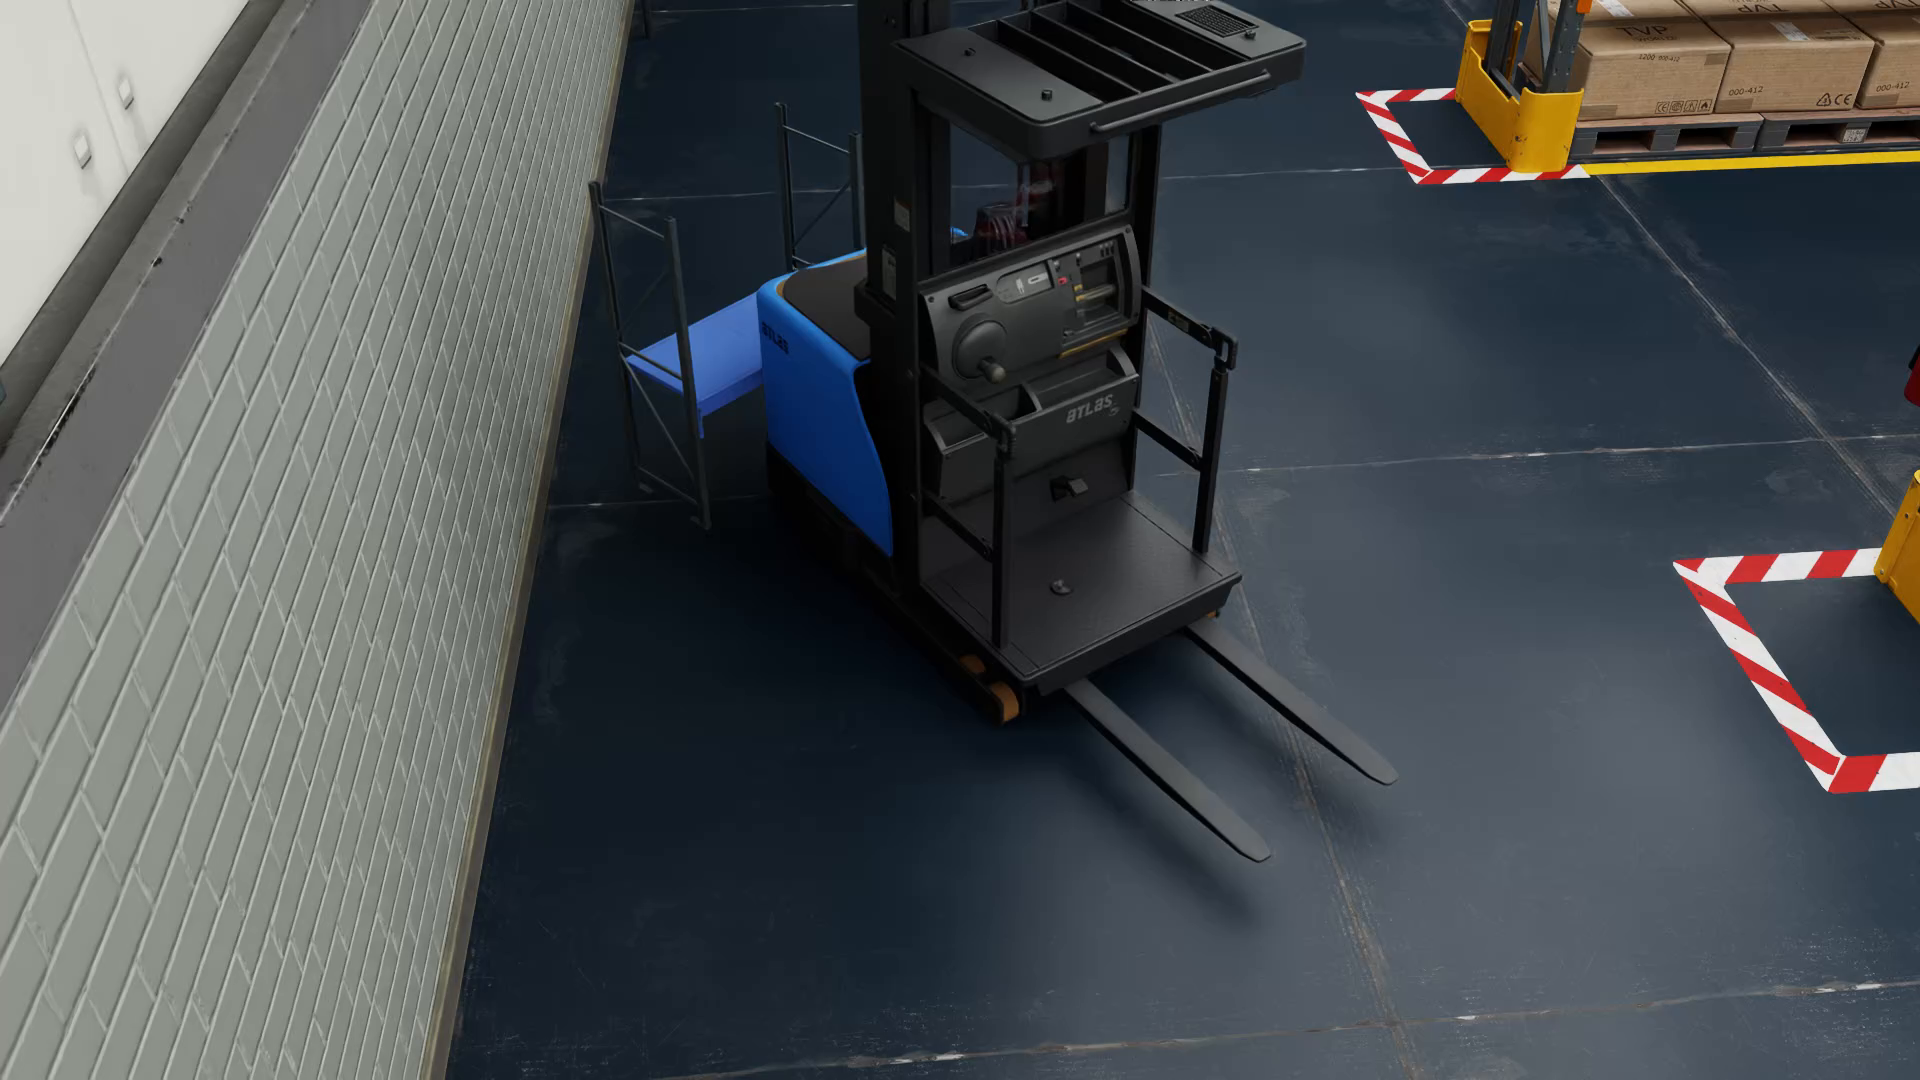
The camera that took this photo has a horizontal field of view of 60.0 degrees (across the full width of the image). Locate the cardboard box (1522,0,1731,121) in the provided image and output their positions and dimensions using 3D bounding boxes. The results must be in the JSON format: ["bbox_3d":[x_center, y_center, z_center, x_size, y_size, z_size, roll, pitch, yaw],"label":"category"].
[{"bbox_3d":[4.138,-3.021,10.387,0.875,0.438,0.875,-4,38,-6],"label":"cardboard box"}]

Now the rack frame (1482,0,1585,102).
[{"bbox_3d":[3.490,-3.764,9.599,0.127,3.000,1.000,-3,38,-4],"label":"rack frame"}]

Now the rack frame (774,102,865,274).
[{"bbox_3d":[-0.612,-1.212,7.575,0.500,1.500,0.032,29,47,32],"label":"rack frame"}]

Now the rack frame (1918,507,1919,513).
[{"bbox_3d":[4.029,-0.716,5.736,0.127,3.000,1.000,-3,38,-4],"label":"rack frame"}]

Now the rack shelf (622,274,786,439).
[{"bbox_3d":[-0.951,-0.836,7.389,0.538,0.185,1.000,29,47,32],"label":"rack shelf"}]

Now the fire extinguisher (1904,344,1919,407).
[{"bbox_3d":[3.737,-0.810,6.218,0.183,0.674,0.296,-3,38,-4],"label":"fire extinguisher"}]

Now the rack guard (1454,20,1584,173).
[{"bbox_3d":[3.466,-2.782,10.372,0.348,0.500,1.175,-3,38,-4],"label":"rack guard"}]

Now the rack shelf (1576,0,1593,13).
[{"bbox_3d":[5.482,-3.592,9.961,4.000,0.370,1.077,-3,38,-4],"label":"rack shelf"}]

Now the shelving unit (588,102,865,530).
[{"bbox_3d":[-0.951,-0.977,7.278,0.538,1.500,1.048,29,47,32],"label":"shelving unit"}]

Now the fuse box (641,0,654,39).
[{"bbox_3d":[-2.165,-4.239,11.241,0.414,1.711,0.539,-3,38,-4],"label":"fuse box"}]

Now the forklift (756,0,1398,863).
[{"bbox_3d":[0.399,-0.789,5.884,1.130,2.935,3.031,-23,44,-27],"label":"forklift"}]

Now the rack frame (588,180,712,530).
[{"bbox_3d":[-1.290,-0.743,6.980,0.500,1.500,0.032,29,47,32],"label":"rack frame"}]

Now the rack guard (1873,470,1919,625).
[{"bbox_3d":[4.105,0.261,6.515,0.348,0.500,1.175,-3,38,-4],"label":"rack guard"}]

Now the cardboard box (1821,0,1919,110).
[{"bbox_3d":[5.948,-3.125,10.519,0.875,0.438,0.875,-4,38,-5],"label":"cardboard box"}]

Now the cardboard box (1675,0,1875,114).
[{"bbox_3d":[5.049,-3.077,10.457,0.875,0.438,0.875,-2,38,-3],"label":"cardboard box"}]

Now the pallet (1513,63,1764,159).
[{"bbox_3d":[4.279,-2.762,10.580,1.213,0.211,1.003,-3,38,-4],"label":"pallet"}]

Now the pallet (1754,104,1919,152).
[{"bbox_3d":[5.492,-2.827,10.662,1.213,0.211,1.003,-3,38,-4],"label":"pallet"}]
